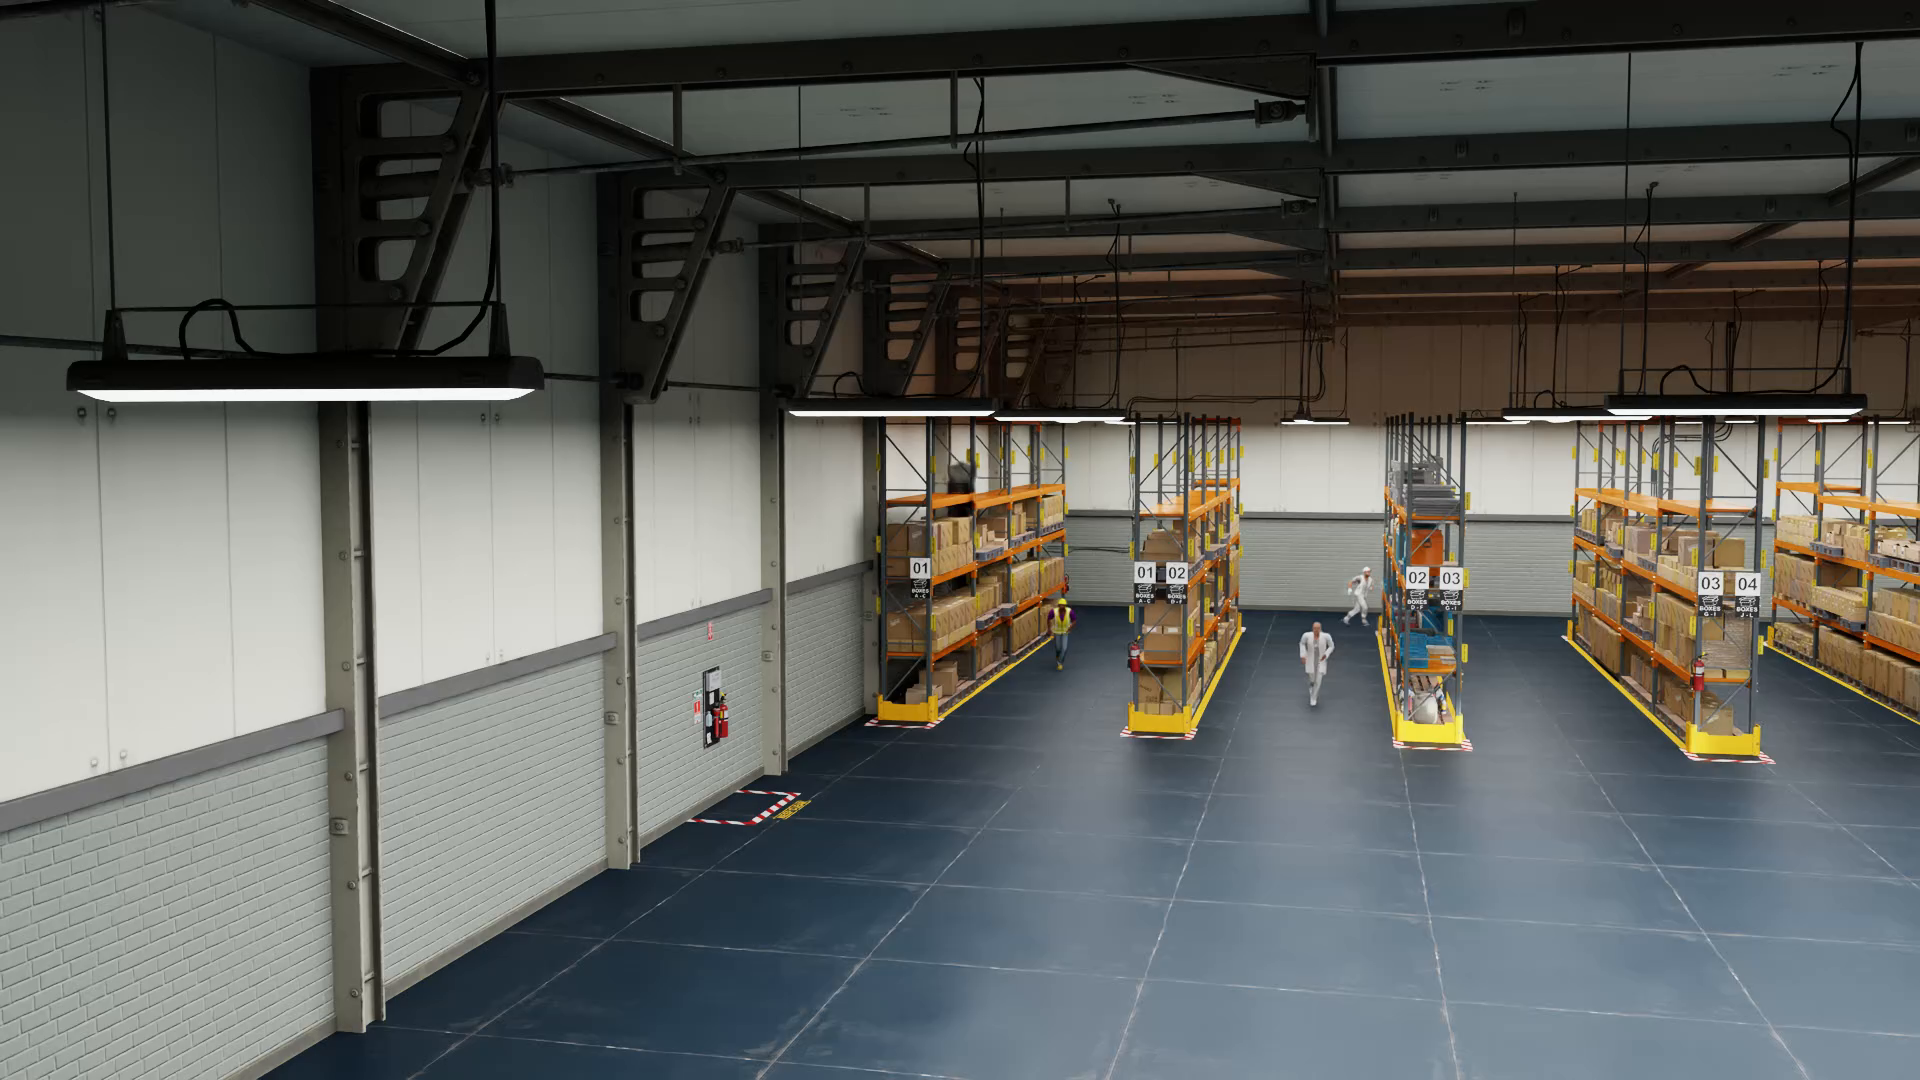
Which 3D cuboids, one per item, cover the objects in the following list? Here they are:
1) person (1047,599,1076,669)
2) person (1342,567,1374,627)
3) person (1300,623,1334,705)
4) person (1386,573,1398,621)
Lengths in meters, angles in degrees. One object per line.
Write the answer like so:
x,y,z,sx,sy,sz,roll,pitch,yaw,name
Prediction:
2.412,2.215,39.385,0.674,1.690,0.702,0,4,-5,person
11.493,1.633,47.842,0.802,1.724,0.728,-3,5,-39,person
7.400,2.542,34.514,0.687,1.716,0.758,0,4,6,person
12.233,1.754,46.959,0.667,1.709,0.529,3,5,40,person
